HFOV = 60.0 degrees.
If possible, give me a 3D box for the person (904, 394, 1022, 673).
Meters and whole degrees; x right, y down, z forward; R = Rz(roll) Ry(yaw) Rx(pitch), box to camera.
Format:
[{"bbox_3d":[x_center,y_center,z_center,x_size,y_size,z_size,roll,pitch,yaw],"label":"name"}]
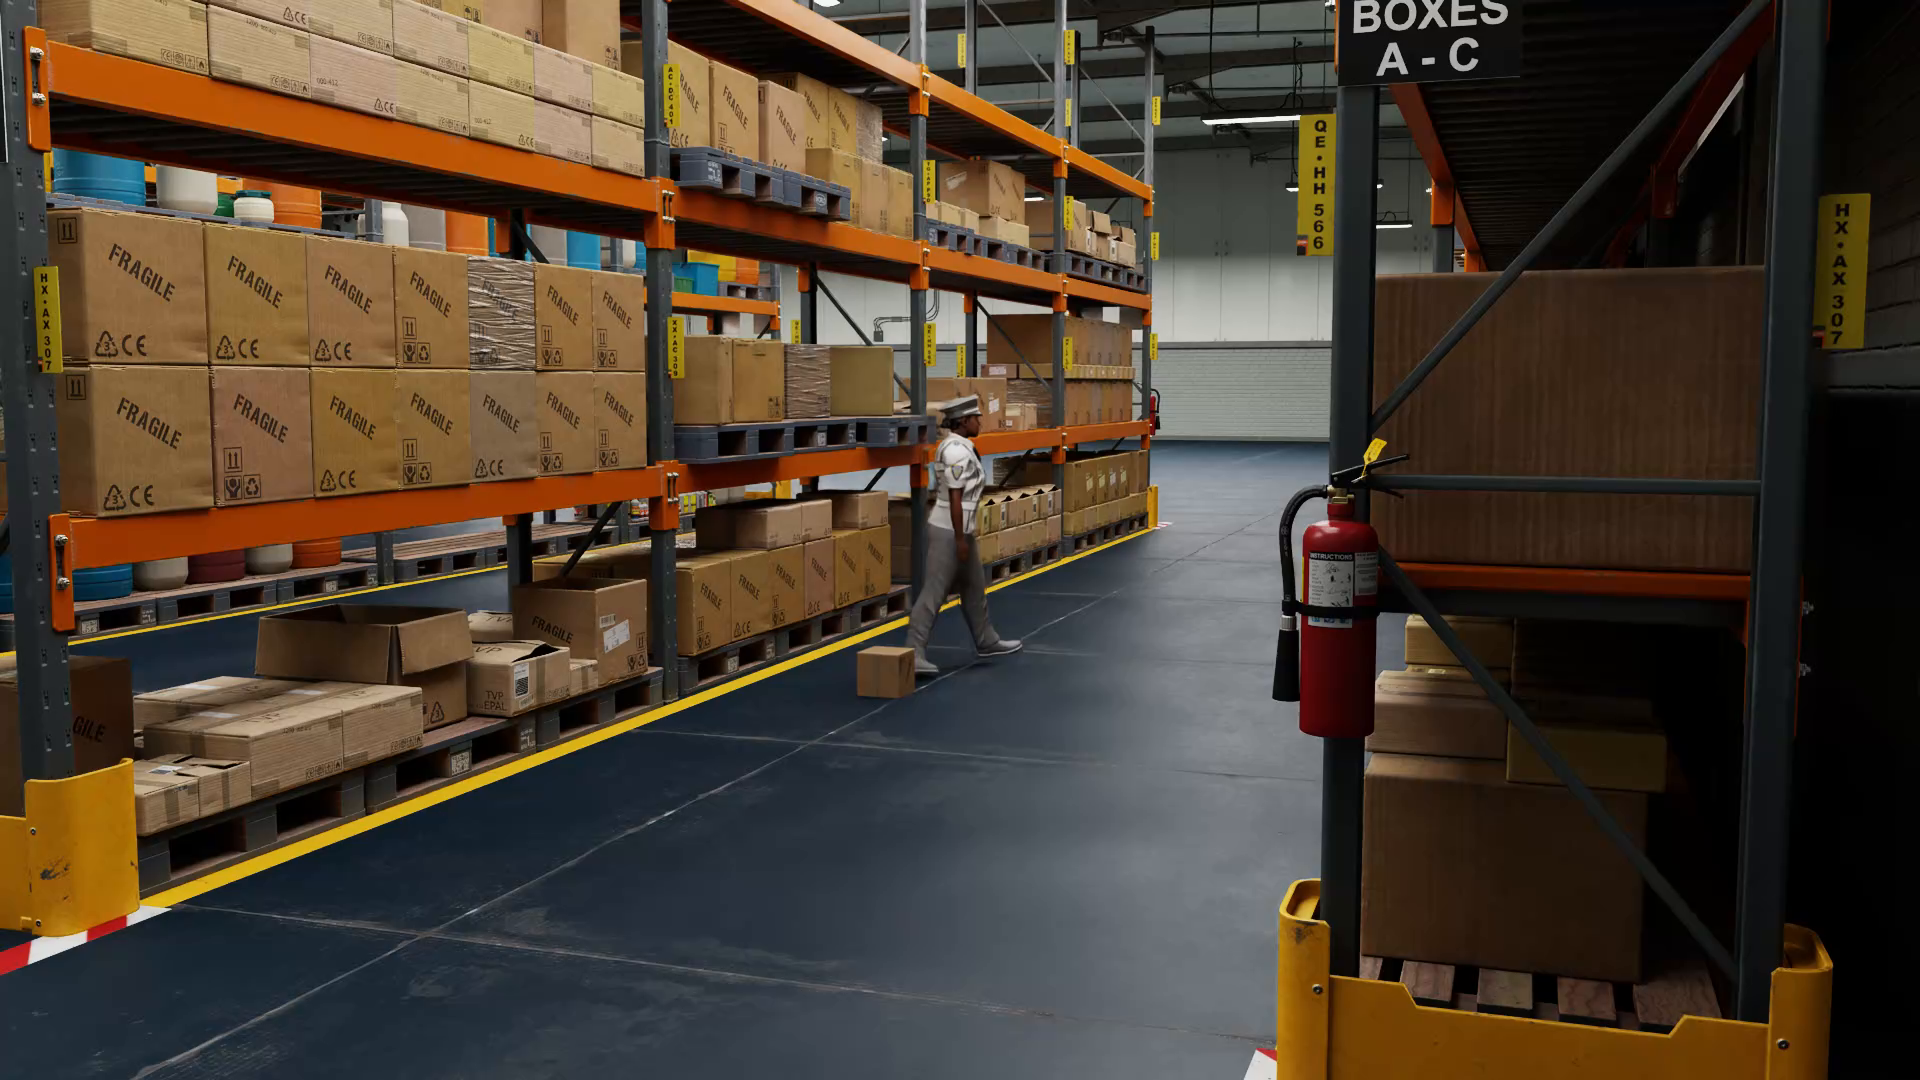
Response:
[{"bbox_3d":[0.014,-0.053,10.080,0.746,1.659,0.662,0,5,1],"label":"person"}]
